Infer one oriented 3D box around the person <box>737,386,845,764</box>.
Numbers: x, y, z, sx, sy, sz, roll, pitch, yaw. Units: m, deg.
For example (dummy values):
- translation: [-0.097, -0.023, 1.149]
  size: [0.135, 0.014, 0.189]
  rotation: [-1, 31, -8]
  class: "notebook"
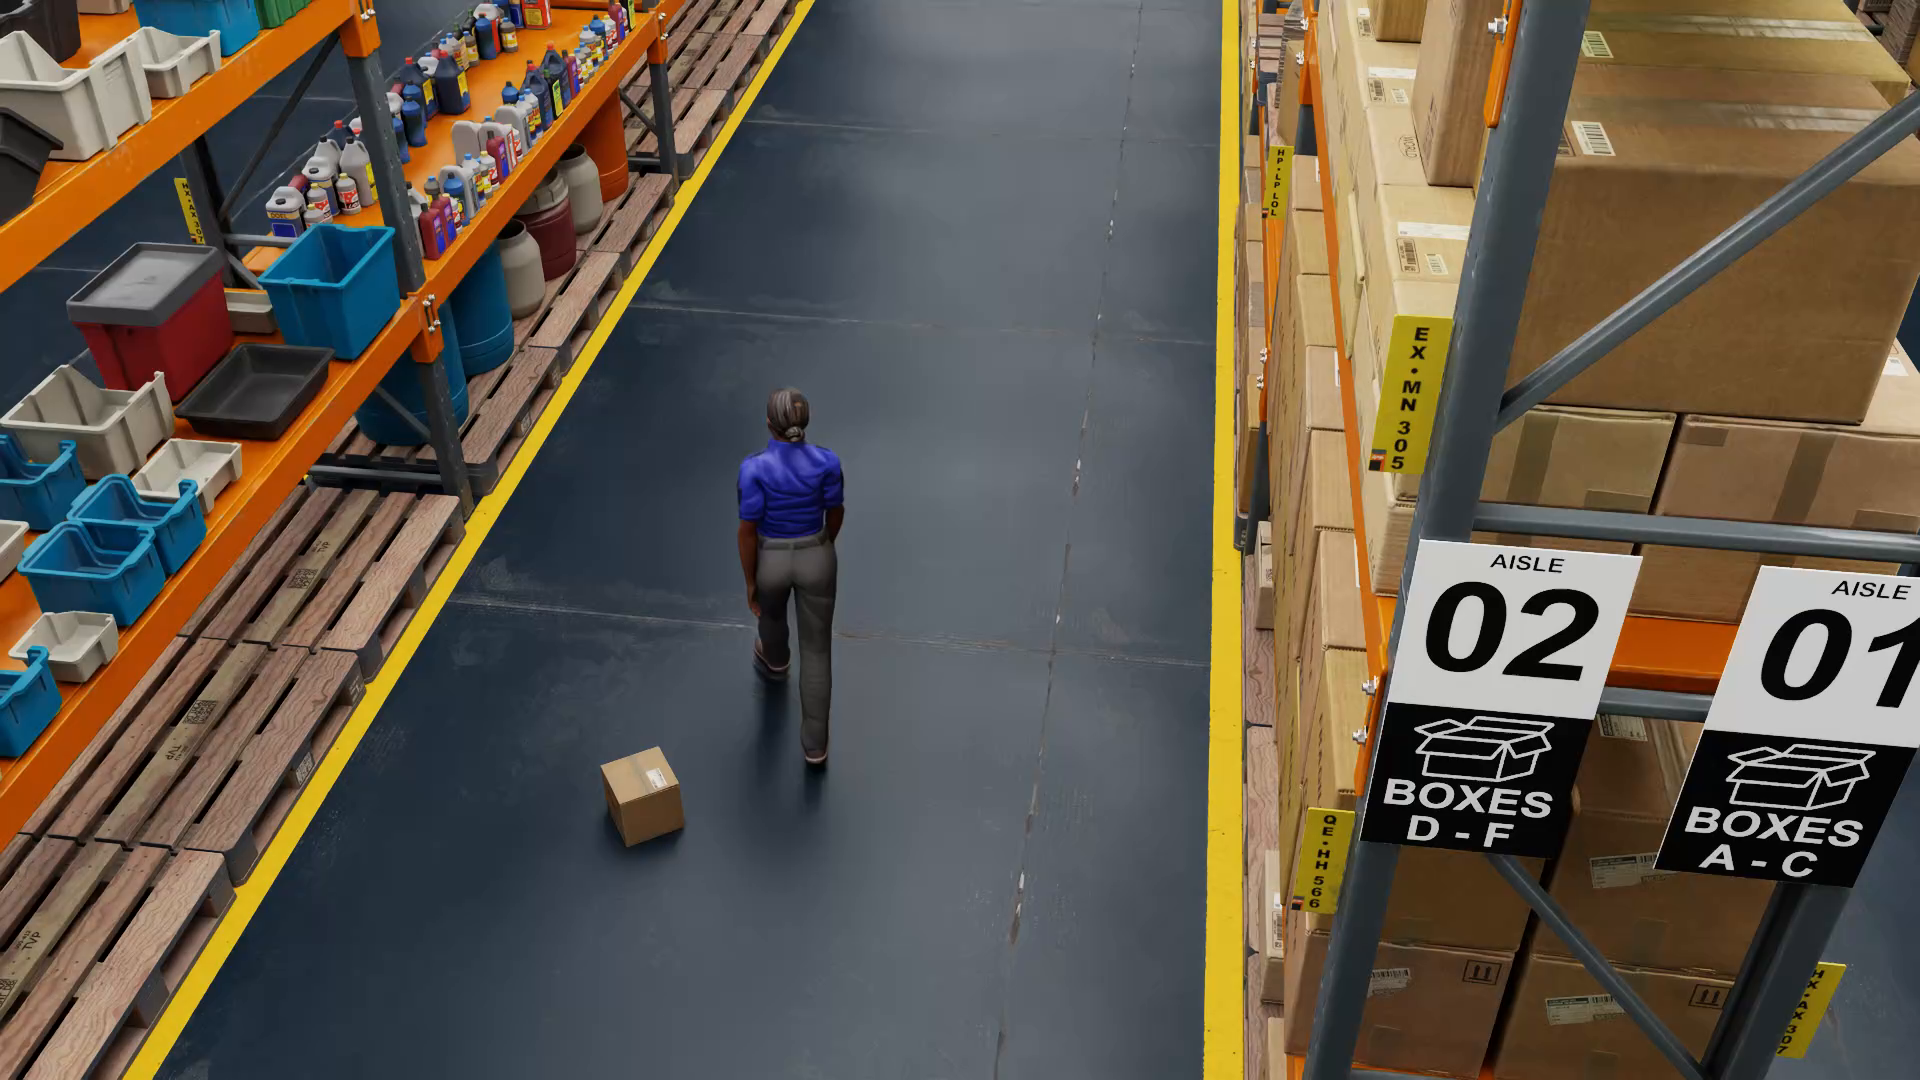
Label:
- translation: [-0.691, 0.064, 6.943]
  size: [0.443, 1.608, 0.906]
  rotation: [-4, 37, -5]
  class: "person"
